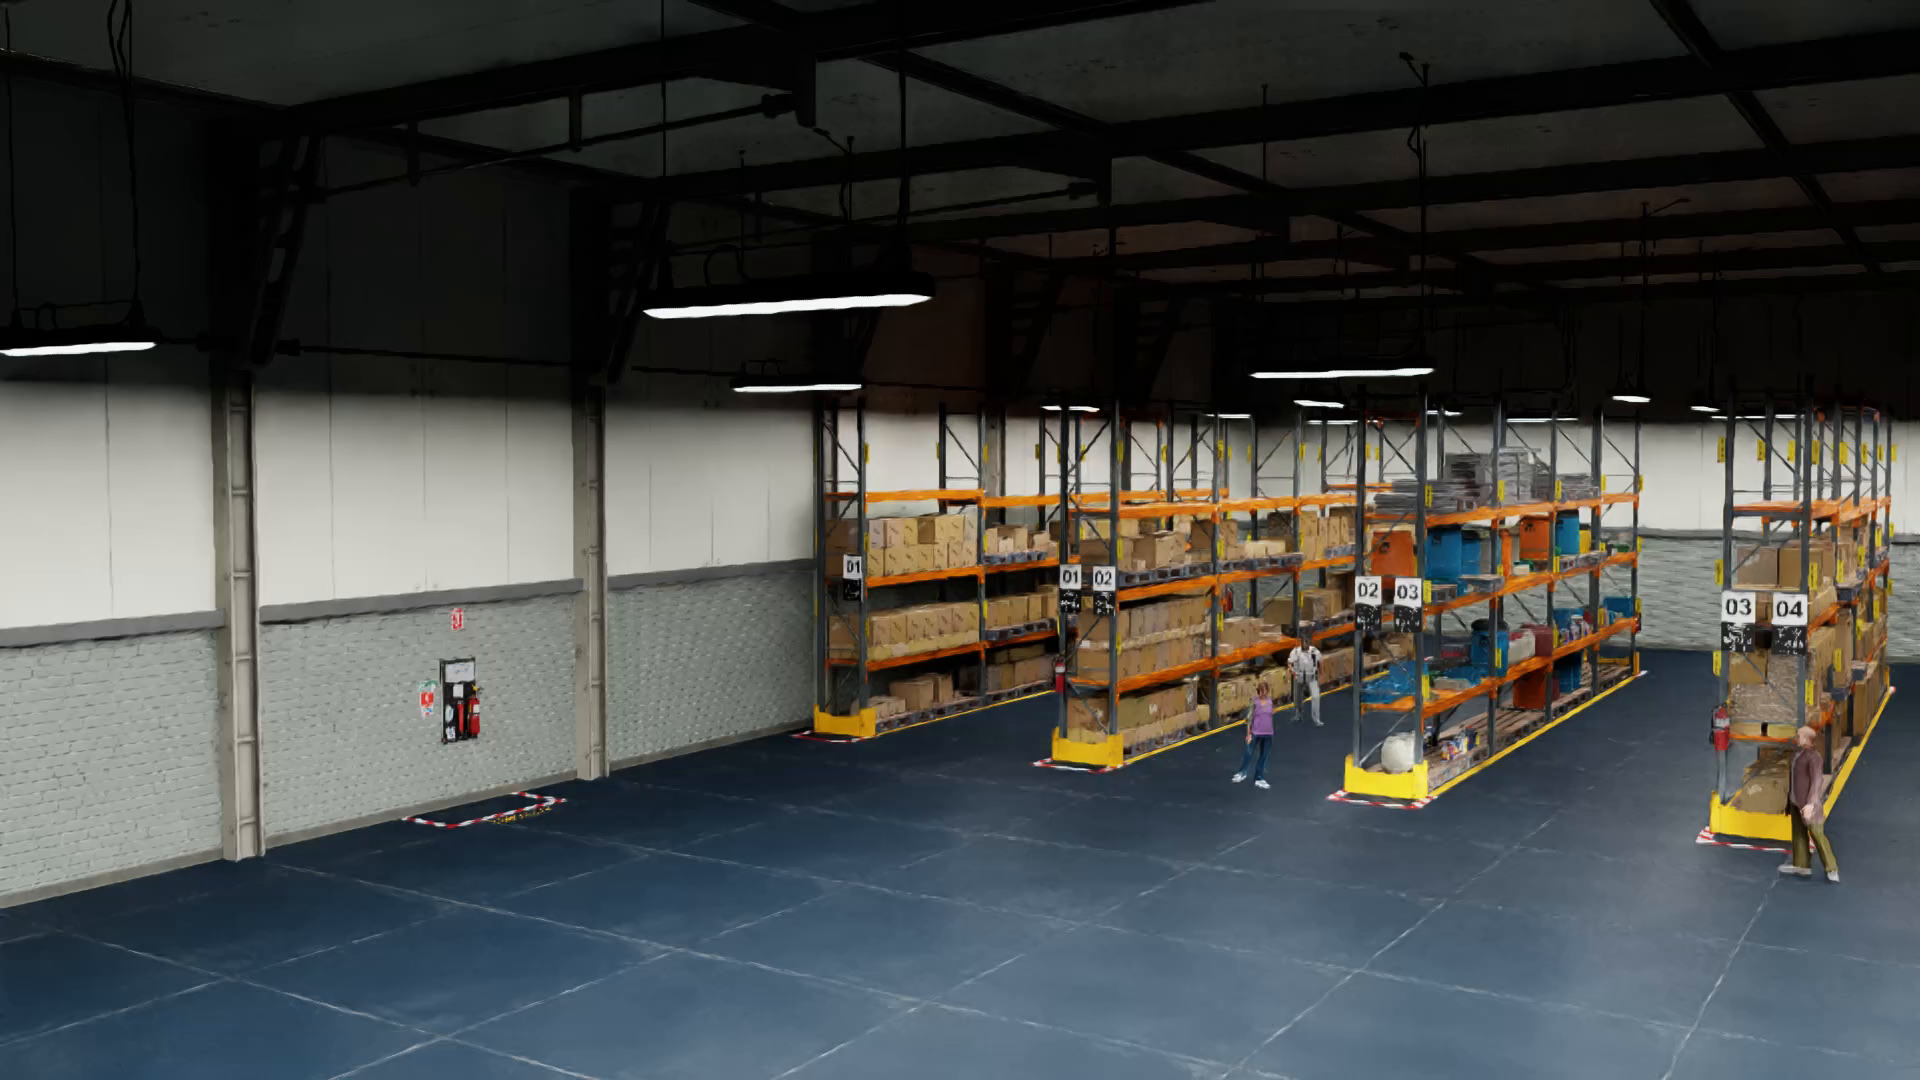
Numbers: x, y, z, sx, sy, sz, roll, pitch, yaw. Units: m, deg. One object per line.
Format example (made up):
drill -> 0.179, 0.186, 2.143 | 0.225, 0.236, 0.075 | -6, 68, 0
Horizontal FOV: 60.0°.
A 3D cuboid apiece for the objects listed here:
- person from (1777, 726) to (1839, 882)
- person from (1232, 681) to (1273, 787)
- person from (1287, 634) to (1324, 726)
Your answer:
person -> 10.042, 3.093, 19.587 | 0.520, 1.776, 0.782 | 0, 3, 2
person -> 4.397, 2.899, 24.898 | 0.587, 1.588, 0.469 | -1, 3, -11
person -> 6.371, 2.541, 30.569 | 0.700, 1.690, 0.863 | 1, 3, 16
